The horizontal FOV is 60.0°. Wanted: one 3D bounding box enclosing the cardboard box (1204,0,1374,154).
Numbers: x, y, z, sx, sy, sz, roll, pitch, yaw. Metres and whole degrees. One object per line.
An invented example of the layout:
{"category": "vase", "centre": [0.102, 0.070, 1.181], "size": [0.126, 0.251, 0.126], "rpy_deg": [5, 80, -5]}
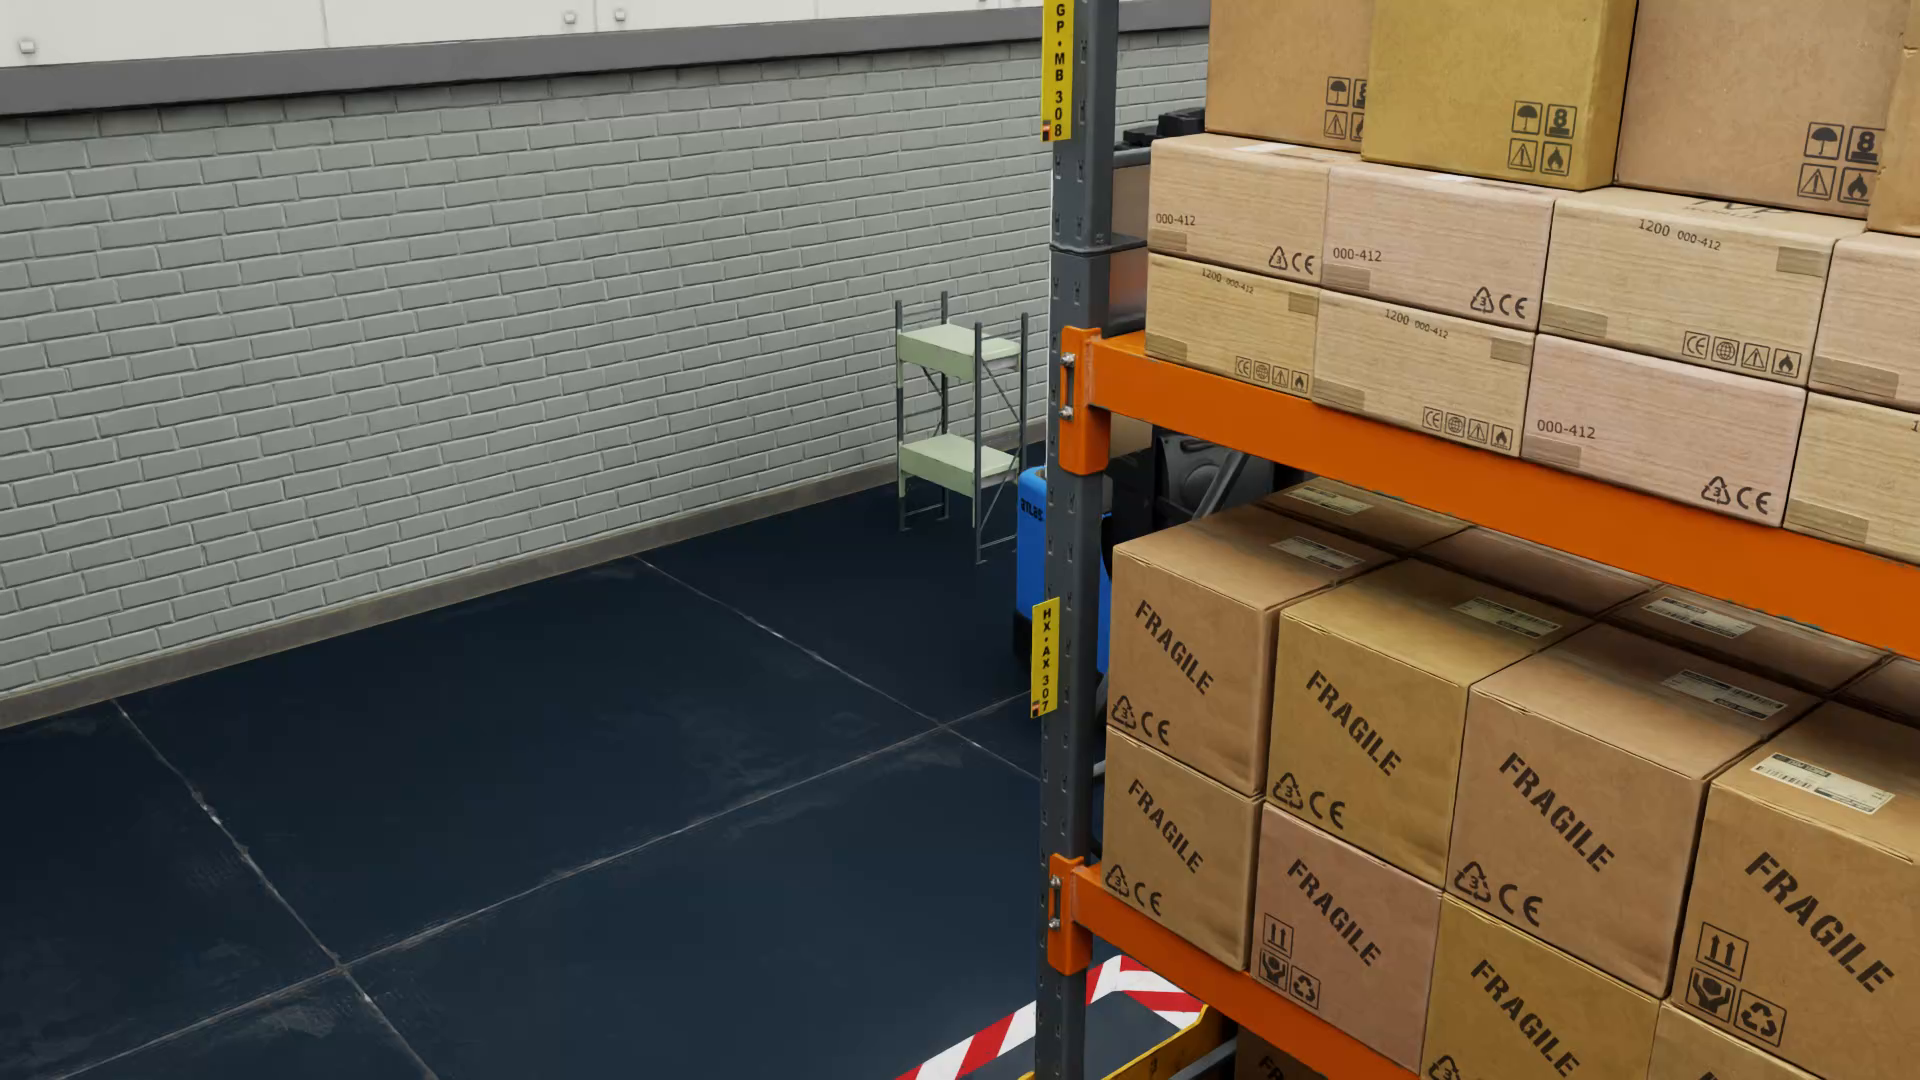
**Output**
{"category": "cardboard box", "centre": [0.986, -1.186, 3.777], "size": [0.700, 0.500, 0.500], "rpy_deg": [-17, 27, -37]}

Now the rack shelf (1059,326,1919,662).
{"category": "rack shelf", "centre": [1.944, 0.076, 3.050], "size": [1.077, 0.370, 4.000], "rpy_deg": [-17, 27, -37]}

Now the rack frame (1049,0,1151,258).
{"category": "rack frame", "centre": [0.638, -2.208, 3.783], "size": [1.000, 3.000, 0.127], "rpy_deg": [-17, 27, -37]}

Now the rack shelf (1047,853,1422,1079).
{"category": "rack shelf", "centre": [1.944, 1.473, 3.597], "size": [1.077, 0.370, 4.000], "rpy_deg": [-17, 27, -37]}

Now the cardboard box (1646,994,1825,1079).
{"category": "cardboard box", "centre": [1.720, 1.143, 3.315], "size": [0.500, 0.500, 0.500], "rpy_deg": [-17, 27, -37]}

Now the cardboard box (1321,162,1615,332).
{"category": "cardboard box", "centre": [1.098, -0.631, 3.389], "size": [0.500, 0.250, 0.500], "rpy_deg": [-17, 27, -37]}

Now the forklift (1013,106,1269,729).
{"category": "forklift", "centre": [1.406, -0.331, 7.311], "size": [1.130, 2.935, 3.031], "rpy_deg": [-11, 24, -25]}

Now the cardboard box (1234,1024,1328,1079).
{"category": "cardboard box", "centre": [1.180, 1.636, 5.019], "size": [0.500, 0.500, 0.500], "rpy_deg": [-17, 27, -37]}

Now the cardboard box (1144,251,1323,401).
{"category": "cardboard box", "centre": [0.781, -0.539, 3.840], "size": [0.500, 0.250, 0.500], "rpy_deg": [-17, 27, -37]}

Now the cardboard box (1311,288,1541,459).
{"category": "cardboard box", "centre": [1.098, -0.398, 3.480], "size": [0.500, 0.250, 0.500], "rpy_deg": [-17, 27, -37]}

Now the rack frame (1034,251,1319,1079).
{"category": "rack frame", "centre": [0.638, 0.585, 4.877], "size": [1.000, 3.000, 0.127], "rpy_deg": [-17, 27, -37]}

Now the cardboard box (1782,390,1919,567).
{"category": "cardboard box", "centre": [1.757, -0.124, 2.779], "size": [0.500, 0.250, 0.500], "rpy_deg": [-17, 27, -37]}

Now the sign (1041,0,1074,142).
{"category": "sign", "centre": [0.227, -1.089, 3.841], "size": [0.100, 0.325, 0.005], "rpy_deg": [-17, 27, -37]}

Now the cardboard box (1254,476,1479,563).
{"category": "cardboard box", "centre": [1.137, 0.131, 4.530], "size": [0.500, 0.500, 0.500], "rpy_deg": [-18, 28, -38]}

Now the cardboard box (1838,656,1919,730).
{"category": "cardboard box", "centre": [2.145, 0.554, 3.449], "size": [0.500, 0.500, 0.500], "rpy_deg": [-16, 27, -36]}

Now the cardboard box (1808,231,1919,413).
{"category": "cardboard box", "centre": [1.752, -0.355, 2.685], "size": [0.500, 0.250, 0.500], "rpy_deg": [-17, 27, -37]}

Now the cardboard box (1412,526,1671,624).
{"category": "cardboard box", "centre": [1.468, 0.270, 4.174], "size": [0.500, 0.500, 0.500], "rpy_deg": [-17, 27, -36]}

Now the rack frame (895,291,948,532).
{"category": "rack frame", "centre": [-0.235, -0.798, 10.464], "size": [0.400, 1.500, 0.023], "rpy_deg": [-17, 27, -37]}

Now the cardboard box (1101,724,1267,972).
{"category": "cardboard box", "centre": [0.728, 0.724, 4.386], "size": [0.500, 0.500, 0.500], "rpy_deg": [-17, 27, -36]}

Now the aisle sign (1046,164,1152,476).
{"category": "aisle sign", "centre": [0.371, -0.574, 4.273], "size": [0.394, 0.787, 0.004], "rpy_deg": [-17, 27, -37]}

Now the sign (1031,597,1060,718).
{"category": "sign", "centre": [0.227, 0.311, 4.389], "size": [0.100, 0.325, 0.005], "rpy_deg": [-17, 27, -37]}

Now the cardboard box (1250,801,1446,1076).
{"category": "cardboard box", "centre": [1.069, 0.865, 4.025], "size": [0.500, 0.500, 0.500], "rpy_deg": [-18, 28, -38]}

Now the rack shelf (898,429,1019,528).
{"category": "rack shelf", "centre": [0.004, -0.393, 10.325], "size": [0.431, 0.370, 0.720], "rpy_deg": [-17, 27, -37]}

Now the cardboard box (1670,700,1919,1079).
{"category": "cardboard box", "centre": [1.730, 0.681, 3.125], "size": [0.500, 0.500, 0.500], "rpy_deg": [-18, 28, -38]}

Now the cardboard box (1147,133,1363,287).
{"category": "cardboard box", "centre": [0.777, -0.771, 3.746], "size": [0.500, 0.250, 0.500], "rpy_deg": [-17, 27, -37]}

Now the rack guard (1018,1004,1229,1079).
{"category": "rack guard", "centre": [0.688, 1.770, 5.279], "size": [1.175, 0.500, 0.348], "rpy_deg": [-17, 27, -37]}

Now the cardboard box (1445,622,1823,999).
{"category": "cardboard box", "centre": [1.398, 0.540, 3.483], "size": [0.500, 0.500, 0.500], "rpy_deg": [-17, 27, -37]}

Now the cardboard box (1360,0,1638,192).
{"category": "cardboard box", "centre": [1.248, -1.027, 3.373], "size": [0.700, 0.500, 0.500], "rpy_deg": [-17, 27, -37]}

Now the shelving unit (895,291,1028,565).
{"category": "shelving unit", "centre": [0.004, -0.696, 10.206], "size": [0.431, 1.500, 0.755], "rpy_deg": [-17, 27, -37]}

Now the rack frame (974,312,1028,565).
{"category": "rack frame", "centre": [0.243, -0.595, 9.948], "size": [0.400, 1.500, 0.023], "rpy_deg": [-17, 27, -37]}

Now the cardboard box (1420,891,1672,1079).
{"category": "cardboard box", "centre": [1.395, 1.005, 3.669], "size": [0.500, 0.500, 0.500], "rpy_deg": [-18, 27, -38]}

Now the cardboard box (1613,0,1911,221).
{"category": "cardboard box", "centre": [1.656, -0.915, 3.085], "size": [0.700, 0.500, 0.500], "rpy_deg": [-17, 27, -37]}

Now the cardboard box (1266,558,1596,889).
{"category": "cardboard box", "centre": [1.075, 0.401, 3.839], "size": [0.500, 0.500, 0.500], "rpy_deg": [-17, 27, -37]}

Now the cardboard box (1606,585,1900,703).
{"category": "cardboard box", "centre": [1.810, 0.412, 3.811], "size": [0.500, 0.500, 0.500], "rpy_deg": [-17, 27, -36]}

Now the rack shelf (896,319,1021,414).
{"category": "rack shelf", "centre": [0.004, -1.060, 10.063], "size": [0.431, 0.370, 0.720], "rpy_deg": [-17, 27, -37]}

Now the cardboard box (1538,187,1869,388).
{"category": "cardboard box", "centre": [1.429, -0.494, 3.040], "size": [0.500, 0.250, 0.500], "rpy_deg": [-17, 27, -37]}

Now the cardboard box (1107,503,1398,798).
{"category": "cardboard box", "centre": [0.728, 0.258, 4.203], "size": [0.500, 0.500, 0.500], "rpy_deg": [-16, 27, -36]}

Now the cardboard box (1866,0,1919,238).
{"category": "cardboard box", "centre": [1.912, -0.754, 2.676], "size": [0.700, 0.500, 0.500], "rpy_deg": [-17, 27, -37]}

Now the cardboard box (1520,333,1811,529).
{"category": "cardboard box", "centre": [1.425, -0.260, 3.128], "size": [0.500, 0.250, 0.500], "rpy_deg": [-17, 27, -37]}
